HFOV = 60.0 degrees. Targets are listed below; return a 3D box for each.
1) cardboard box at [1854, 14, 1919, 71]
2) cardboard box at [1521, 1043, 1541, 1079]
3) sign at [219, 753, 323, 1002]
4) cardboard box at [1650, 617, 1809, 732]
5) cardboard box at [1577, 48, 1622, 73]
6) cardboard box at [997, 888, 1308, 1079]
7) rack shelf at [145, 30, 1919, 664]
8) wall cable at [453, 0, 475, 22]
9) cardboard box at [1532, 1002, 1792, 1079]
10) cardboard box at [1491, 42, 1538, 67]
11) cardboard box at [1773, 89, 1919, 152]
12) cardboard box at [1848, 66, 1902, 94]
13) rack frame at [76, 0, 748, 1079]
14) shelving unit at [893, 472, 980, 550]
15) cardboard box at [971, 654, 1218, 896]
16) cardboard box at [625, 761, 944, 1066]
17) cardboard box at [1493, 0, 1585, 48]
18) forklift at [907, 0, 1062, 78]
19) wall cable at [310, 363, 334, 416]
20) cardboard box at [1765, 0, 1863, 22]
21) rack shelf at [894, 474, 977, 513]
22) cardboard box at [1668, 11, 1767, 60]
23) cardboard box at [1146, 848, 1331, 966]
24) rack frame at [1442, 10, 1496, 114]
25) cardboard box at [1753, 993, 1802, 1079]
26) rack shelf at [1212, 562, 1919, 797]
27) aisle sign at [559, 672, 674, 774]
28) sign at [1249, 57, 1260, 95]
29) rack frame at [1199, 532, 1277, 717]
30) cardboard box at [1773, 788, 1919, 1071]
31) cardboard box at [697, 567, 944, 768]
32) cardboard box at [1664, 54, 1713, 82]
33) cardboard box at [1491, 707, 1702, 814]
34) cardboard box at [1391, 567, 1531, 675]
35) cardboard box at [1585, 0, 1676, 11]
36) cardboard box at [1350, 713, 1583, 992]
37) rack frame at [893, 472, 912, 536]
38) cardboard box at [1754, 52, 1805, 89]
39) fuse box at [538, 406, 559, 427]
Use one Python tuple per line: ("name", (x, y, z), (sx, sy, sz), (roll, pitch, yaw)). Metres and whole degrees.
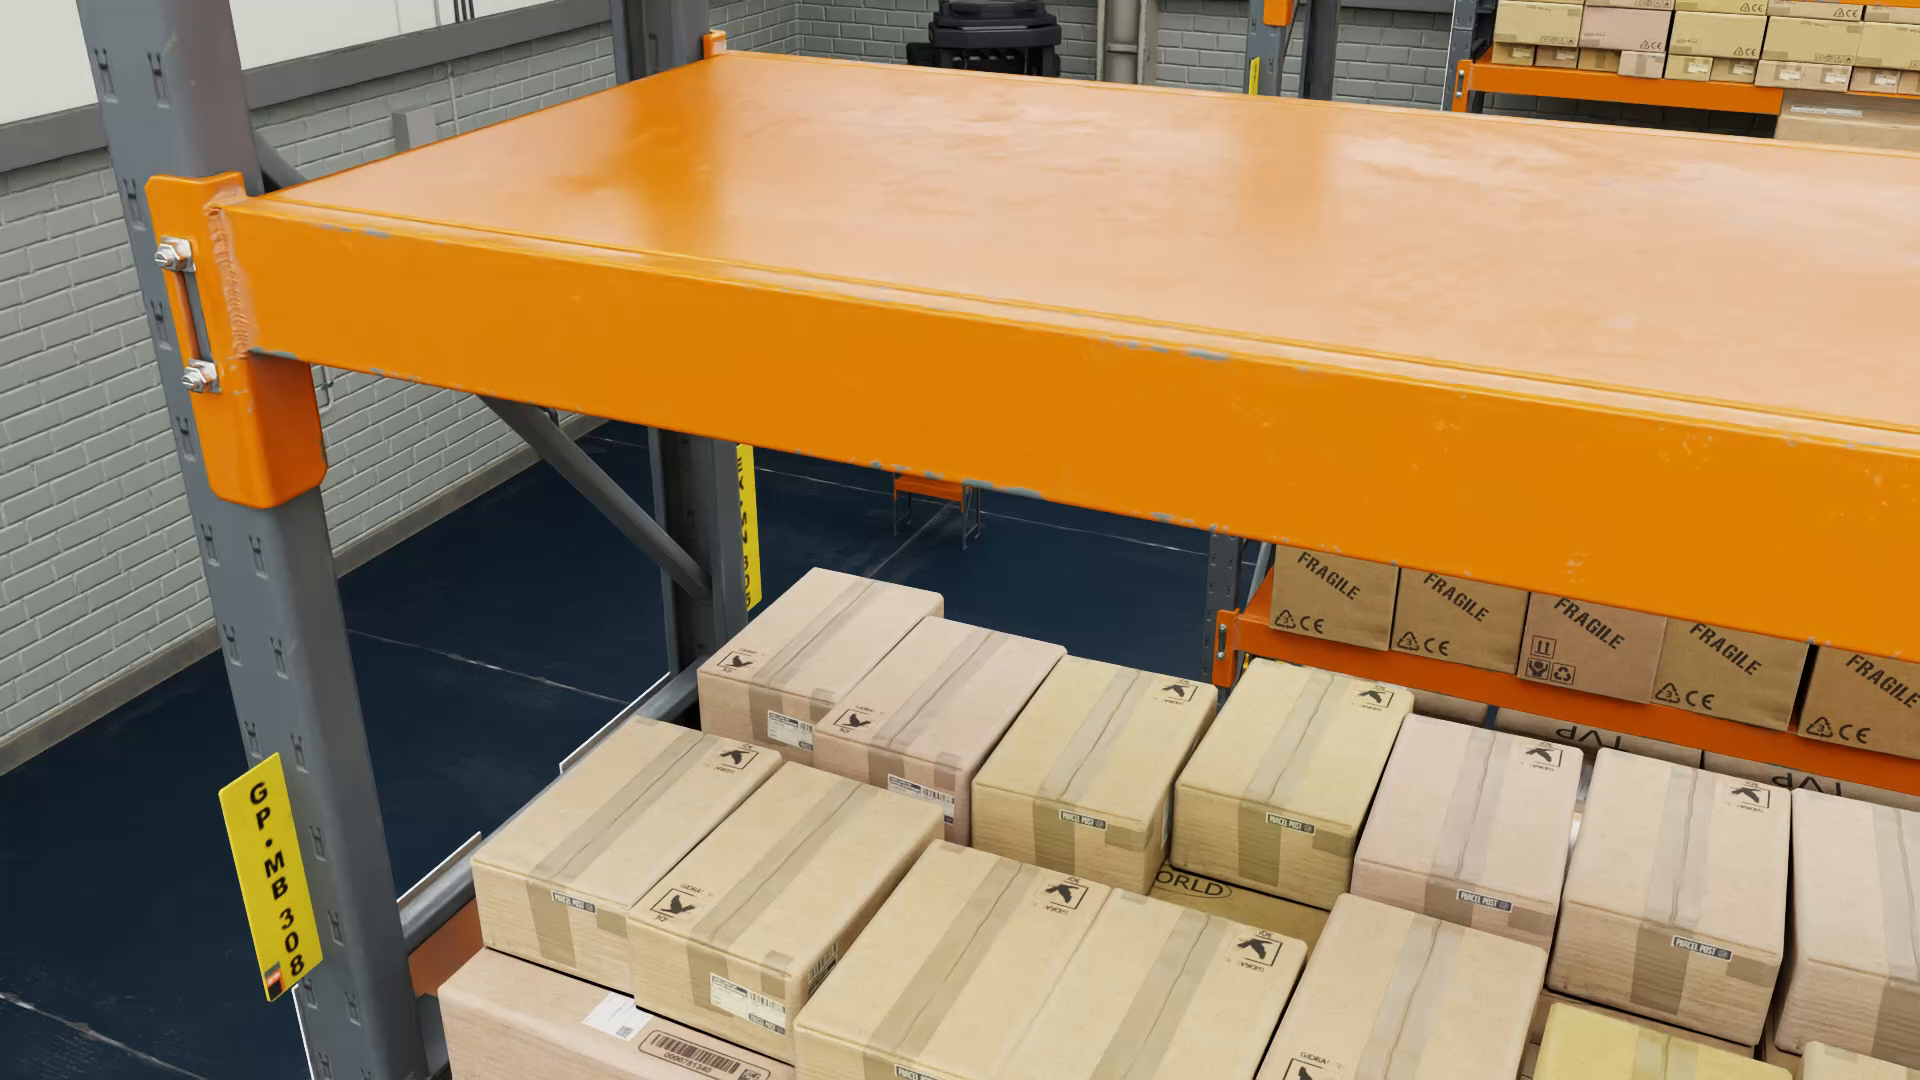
("cardboard box", (5.527, -2.916, 9.713), (0.500, 0.250, 0.500), (12, 29, 23))
("cardboard box", (0.582, 0.821, 1.894), (0.500, 0.250, 0.500), (12, 29, 22))
("sign", (-0.865, 0.427, 2.101), (0.005, 0.325, 0.100), (11, 28, 22))
("cardboard box", (3.025, 0.363, 6.504), (0.500, 0.500, 0.500), (12, 29, 24))
("cardboard box", (4.038, -3.048, 10.434), (0.250, 0.149, 0.380), (11, 28, 22))
("cardboard box", (0.223, 0.594, 1.905), (0.250, 0.149, 0.380), (12, 29, 23))
("rack shelf", (1.180, -0.055, 1.491), (4.000, 0.370, 1.077), (11, 28, 22))
("wall cable", (-2.477, -5.112, 10.903), (0.133, 3.039, 2.988), (11, 28, 22))
("cardboard box", (0.702, 0.685, 1.720), (0.250, 0.149, 0.380), (12, 29, 23))
("cardboard box", (3.562, -3.140, 10.619), (0.250, 0.149, 0.380), (12, 29, 23))
("cardboard box", (3.090, -1.257, 5.809), (0.500, 0.500, 0.500), (12, 29, 23))
("cardboard box", (5.412, -2.757, 9.842), (0.250, 0.149, 0.380), (12, 29, 22))
("rack frame", (-0.640, -0.744, 2.074), (0.127, 3.000, 1.000), (11, 28, 22))
("shelving unit", (-0.151, -0.569, 10.546), (0.503, 1.200, 0.258), (11, 28, 22))
("cardboard box", (0.202, 0.339, 2.422), (0.250, 0.149, 0.380), (10, 28, 20))
("cardboard box", (-0.215, 0.470, 2.156), (0.250, 0.149, 0.380), (13, 29, 24))
("cardboard box", (3.659, -3.279, 10.452), (0.500, 0.250, 0.500), (11, 28, 21))
("forklift", (0.177, -2.780, 13.078), (1.130, 2.935, 3.031), (-3, 26, -7))
("wall cable", (-3.826, -1.553, 9.323), (0.123, 1.953, 0.585), (11, 28, 22))
("cardboard box", (5.054, -3.236, 9.799), (0.500, 0.250, 0.500), (12, 29, 23))
("rack shelf", (-0.151, -0.330, 10.664), (0.480, 0.148, 0.258), (11, 28, 22))
("cardboard box", (4.591, -3.096, 10.080), (0.500, 0.250, 0.500), (10, 28, 20))
("cardboard box", (0.350, 0.519, 2.508), (0.500, 0.250, 0.500), (11, 28, 20))
("rack frame", (3.368, -2.058, 11.535), (0.127, 3.000, 1.000), (11, 28, 22))
("cardboard box", (1.270, 0.711, 2.118), (0.500, 0.250, 0.500), (10, 28, 20))
("rack shelf", (3.137, 0.627, 6.896), (4.000, 0.370, 1.077), (11, 28, 22))
("aisle sign", (-0.583, 0.647, 3.097), (0.004, 0.787, 0.394), (11, 28, 22))
("sign", (1.082, -1.613, 6.156), (0.005, 0.325, 0.100), (11, 28, 22))
("rack frame", (1.317, -0.062, 7.480), (0.127, 3.000, 1.000), (11, 28, 22))
("cardboard box", (1.176, 0.498, 2.099), (0.250, 0.149, 0.380), (11, 28, 20))
("cardboard box", (-0.216, 0.208, 2.688), (0.250, 0.149, 0.380), (11, 28, 21))
("cardboard box", (4.464, -2.917, 10.166), (0.250, 0.149, 0.380), (11, 28, 22))
("cardboard box", (2.796, 1.144, 7.456), (0.875, 0.438, 0.875), (12, 29, 23))
("cardboard box", (2.107, 0.178, 6.880), (0.500, 0.500, 0.500), (11, 28, 21))
("cardboard box", (4.123, -3.412, 10.155), (0.500, 0.250, 0.500), (11, 28, 21))
("cardboard box", (0.693, 0.414, 2.269), (0.250, 0.149, 0.380), (11, 28, 21))
("rack frame", (-0.373, -0.613, 10.637), (0.015, 1.200, 0.240), (11, 28, 22))
("cardboard box", (4.917, -2.820, 9.971), (0.250, 0.149, 0.380), (11, 28, 22))
("fuse box", (-2.824, -1.323, 11.501), (0.414, 1.711, 0.539), (11, 28, 22))
